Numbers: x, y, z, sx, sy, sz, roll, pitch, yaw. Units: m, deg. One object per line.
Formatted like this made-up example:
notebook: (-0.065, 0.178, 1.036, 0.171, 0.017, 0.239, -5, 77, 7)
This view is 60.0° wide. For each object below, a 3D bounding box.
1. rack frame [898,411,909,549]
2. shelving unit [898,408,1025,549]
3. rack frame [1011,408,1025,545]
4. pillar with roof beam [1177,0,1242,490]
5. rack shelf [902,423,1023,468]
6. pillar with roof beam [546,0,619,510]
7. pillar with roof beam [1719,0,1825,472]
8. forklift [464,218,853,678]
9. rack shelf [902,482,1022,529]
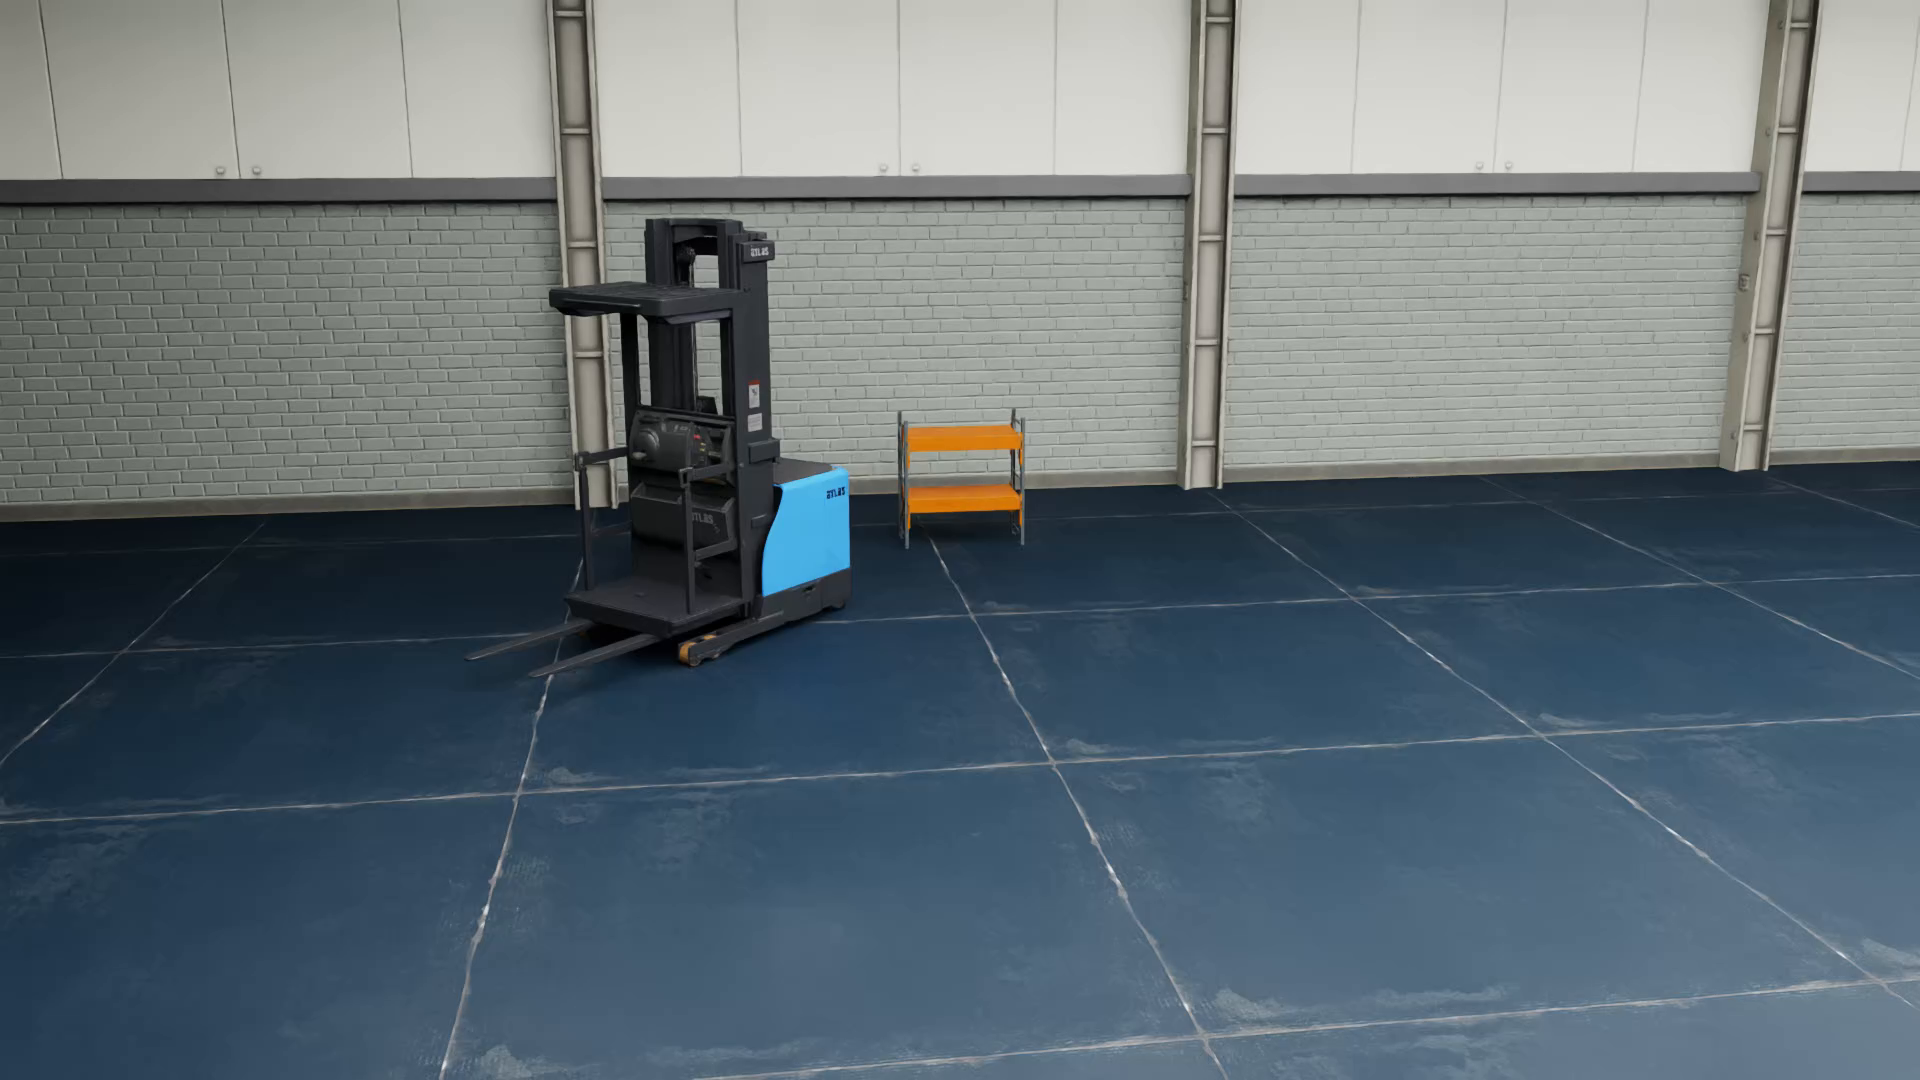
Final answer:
rack frame: (-0.496, -0.527, 14.513, 0.032, 1.125, 0.500, -2, 14, -8)
shelving unit: (0.007, -0.546, 14.586, 1.048, 1.125, 0.538, -2, 14, -8)
rack frame: (0.509, -0.564, 14.659, 0.032, 1.125, 0.500, -2, 14, -8)
pillar with roof beam: (3.074, -3.878, 11.687, 0.400, 9.000, 9.100, -2, 14, -8)
rack shelf: (0.007, -0.830, 14.515, 1.000, 0.278, 0.538, -2, 14, -8)
pillar with roof beam: (-2.859, -3.661, 10.820, 0.400, 9.000, 9.100, -2, 14, -8)
pillar with roof beam: (9.007, -4.096, 12.554, 0.400, 9.000, 9.100, -2, 14, -8)
forklift: (-2.074, -0.697, 11.475, 1.130, 2.935, 3.031, 10, 17, 34)
rack shelf: (0.007, -0.309, 14.645, 1.000, 0.278, 0.538, -2, 14, -8)
